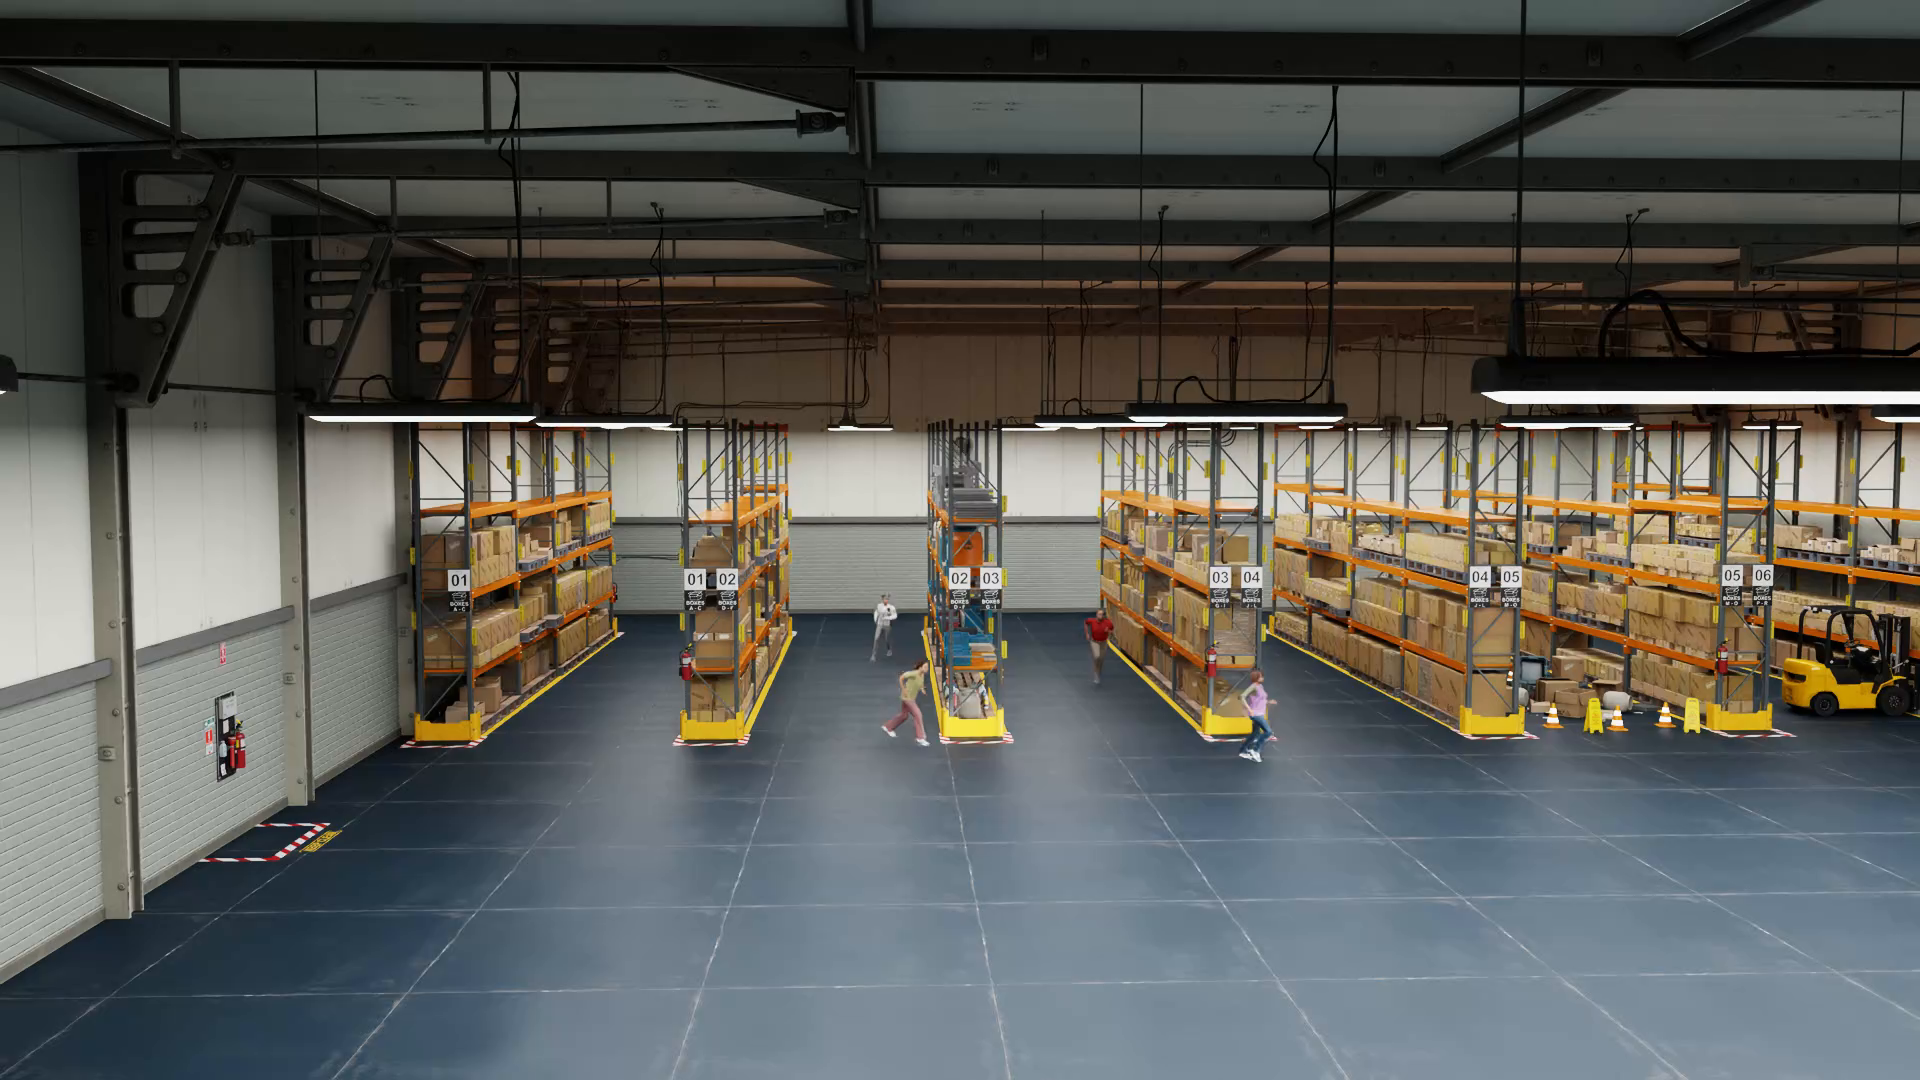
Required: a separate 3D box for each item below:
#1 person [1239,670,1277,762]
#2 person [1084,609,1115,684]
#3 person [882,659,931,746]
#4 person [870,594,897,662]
[{"bbox_3d":[5.181,3.067,28.936,0.663,1.593,0.510,1,4,22],"label":"person"},{"bbox_3d":[3.200,2.442,38.291,0.650,1.739,0.967,-1,4,-8],"label":"person"},{"bbox_3d":[-0.999,2.981,30.670,1.003,1.625,0.615,2,4,31],"label":"person"},{"bbox_3d":[-1.901,2.196,42.111,0.626,1.684,0.920,1,4,8],"label":"person"}]
